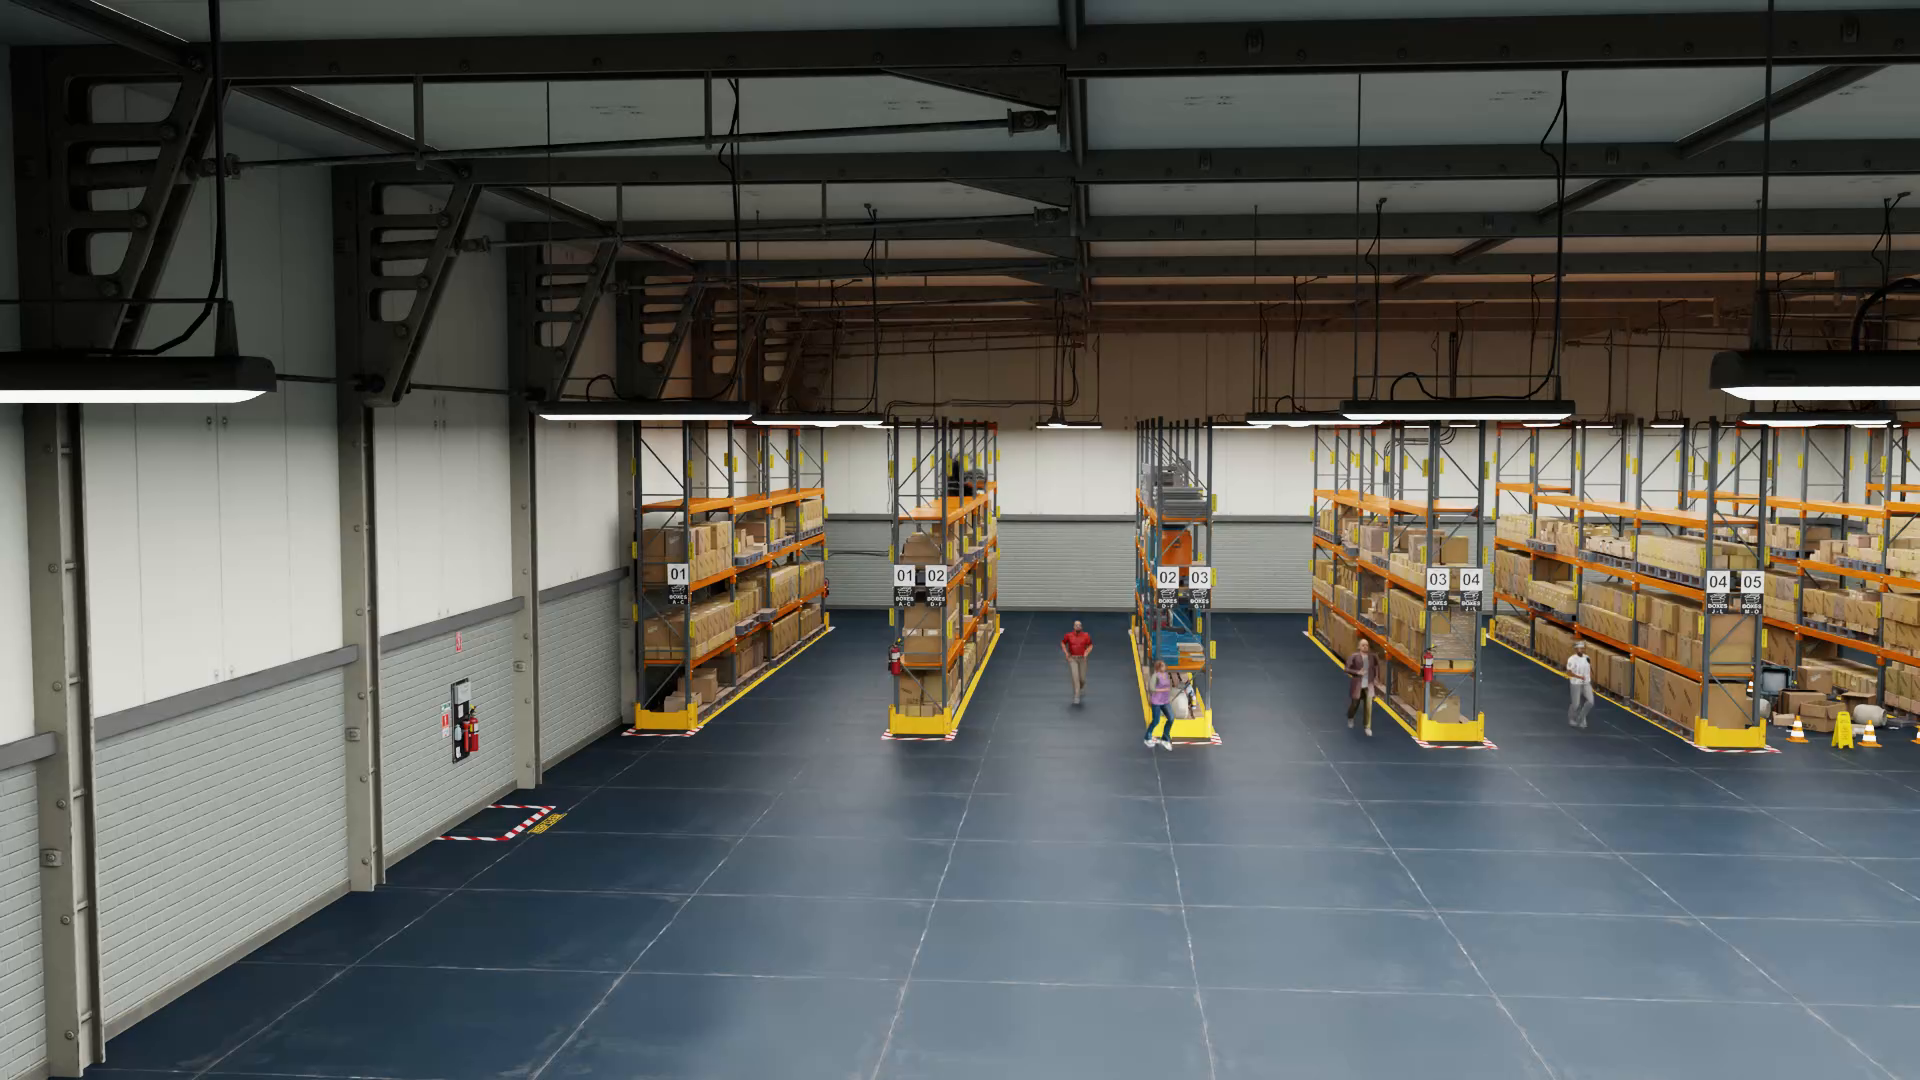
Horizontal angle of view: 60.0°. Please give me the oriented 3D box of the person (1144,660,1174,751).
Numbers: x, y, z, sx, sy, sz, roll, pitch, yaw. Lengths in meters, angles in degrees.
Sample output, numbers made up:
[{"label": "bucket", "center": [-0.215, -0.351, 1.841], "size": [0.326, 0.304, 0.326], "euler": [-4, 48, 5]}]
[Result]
[{"label": "person", "center": [3.594, 2.973, 29.903], "size": [0.531, 1.646, 0.627], "euler": [-3, 5, -42]}]

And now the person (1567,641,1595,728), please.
[{"label": "person", "center": [11.997, 2.790, 32.145], "size": [0.576, 1.696, 0.654], "euler": [0, 4, -6]}]

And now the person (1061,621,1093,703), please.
[{"label": "person", "center": [2.488, 2.568, 35.334], "size": [0.671, 1.719, 0.733], "euler": [0, 4, -2]}]

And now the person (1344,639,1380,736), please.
[{"label": "person", "center": [7.625, 2.759, 31.484], "size": [0.736, 1.760, 1.034], "euler": [0, 4, -3]}]
